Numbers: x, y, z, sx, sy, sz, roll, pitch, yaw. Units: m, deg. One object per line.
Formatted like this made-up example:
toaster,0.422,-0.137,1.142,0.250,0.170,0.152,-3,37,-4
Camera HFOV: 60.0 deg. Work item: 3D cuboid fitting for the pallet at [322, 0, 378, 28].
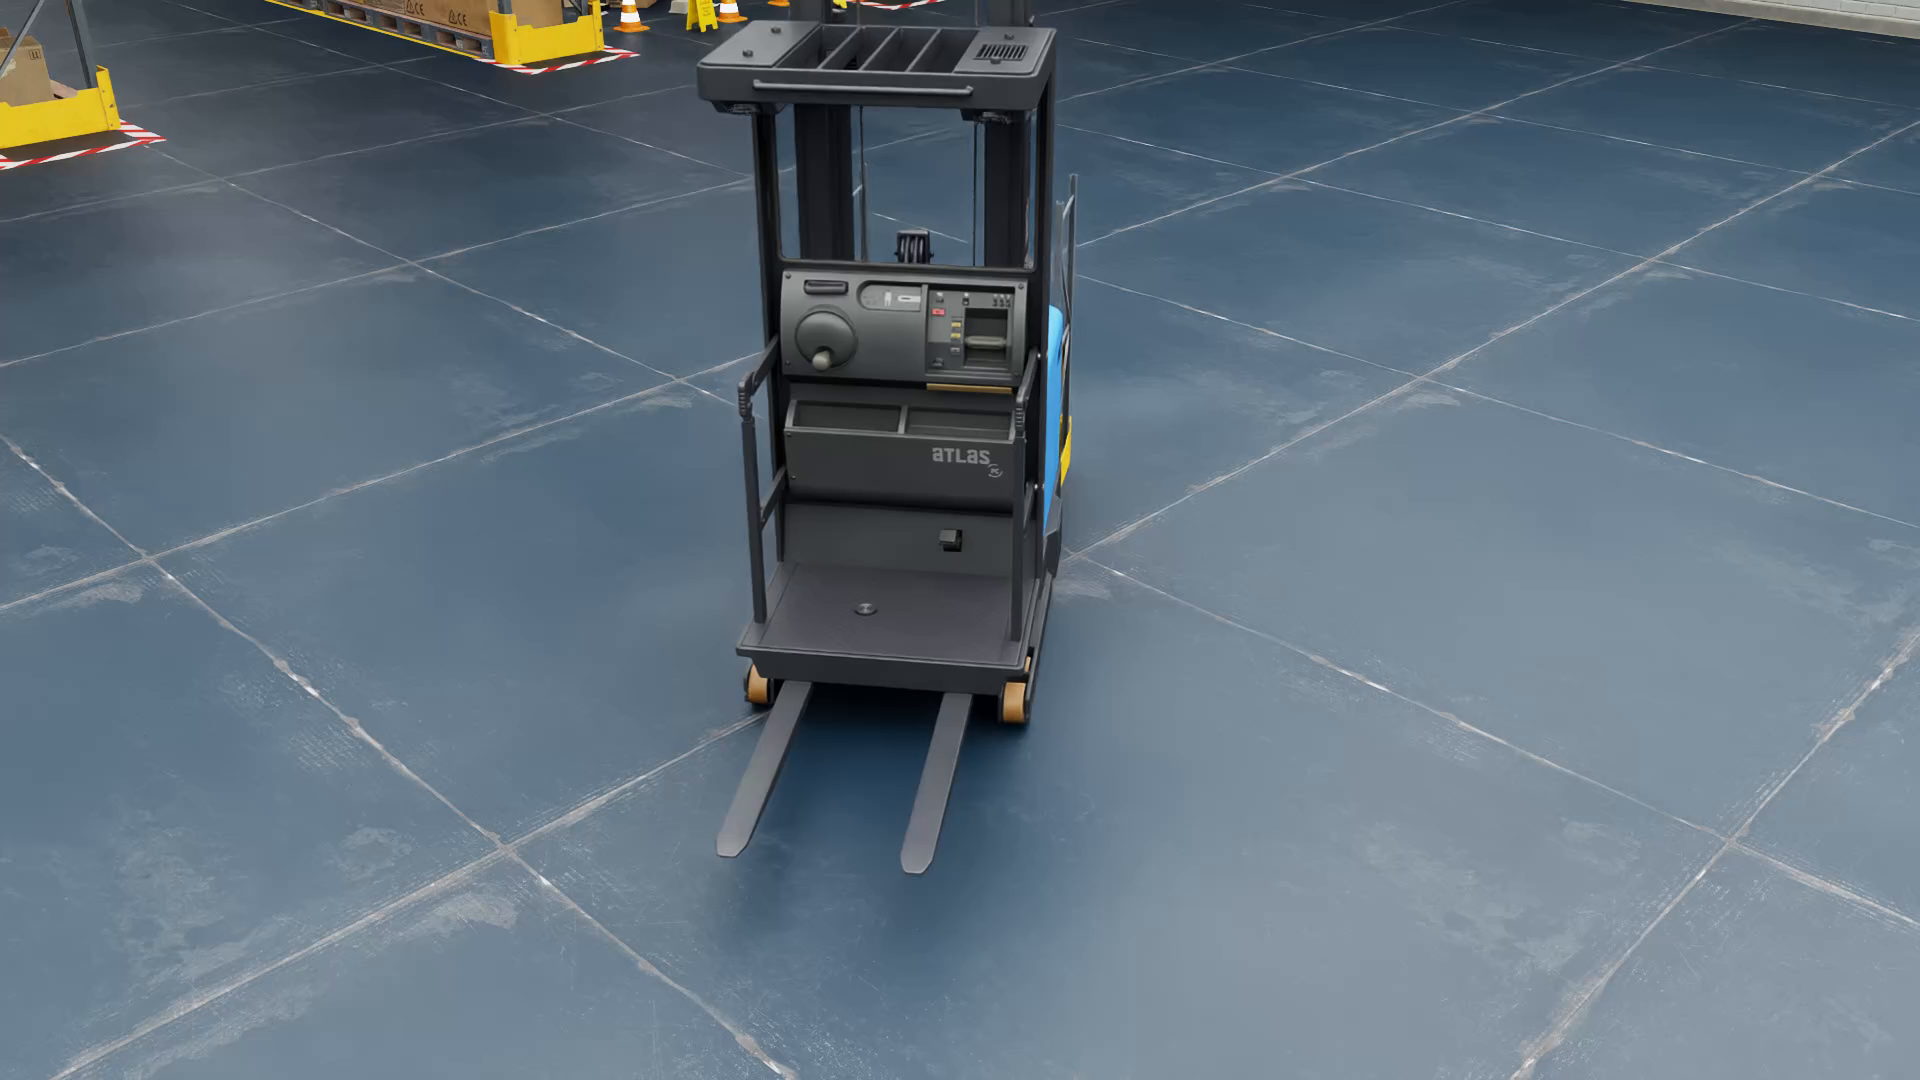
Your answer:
pallet,-6.664,-6.206,19.326,1.213,0.211,1.003,25,36,38

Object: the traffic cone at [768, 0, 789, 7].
traffic cone,-2.112,-6.674,19.946,0.334,0.463,0.336,25,36,38

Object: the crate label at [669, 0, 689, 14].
crate label,-3.252,-6.287,19.559,0.298,0.136,0.250,7,29,13

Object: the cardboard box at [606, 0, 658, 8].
cardboard box,-3.928,-6.713,19.976,0.637,0.503,0.797,2,28,4

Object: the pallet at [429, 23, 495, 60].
pallet,-4.924,-5.410,17.811,1.213,0.211,1.003,25,36,38

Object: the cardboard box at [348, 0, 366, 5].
cardboard box,-6.752,-6.731,19.160,0.875,0.875,0.875,-25,36,-38

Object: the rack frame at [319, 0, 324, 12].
rack frame,-7.151,-7.714,19.198,0.127,3.000,1.000,25,36,38

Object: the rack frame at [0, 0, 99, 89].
rack frame,-7.849,-4.796,13.648,0.127,3.000,1.000,25,36,38

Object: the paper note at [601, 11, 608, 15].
paper note,-4.197,-6.156,19.426,0.144,0.017,0.142,-13,30,-22

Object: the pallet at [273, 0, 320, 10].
pallet,-7.754,-6.707,20.278,1.213,0.211,1.003,25,36,38

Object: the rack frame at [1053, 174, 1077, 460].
rack frame,0.486,-0.936,7.919,0.032,1.500,0.500,5,28,10

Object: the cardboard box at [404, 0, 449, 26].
cardboard box,-5.458,-6.140,18.036,0.875,0.875,0.875,24,36,38

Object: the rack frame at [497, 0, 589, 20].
rack frame,-4.299,-6.409,16.716,0.127,3.000,1.000,25,36,38

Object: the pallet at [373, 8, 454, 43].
pallet,-5.790,-5.808,18.568,1.213,0.211,1.003,25,36,38

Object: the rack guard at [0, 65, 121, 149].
rack guard,-7.903,-3.714,14.277,0.348,0.500,1.175,25,36,38

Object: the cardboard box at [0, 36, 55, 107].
cardboard box,-8.282,-4.085,14.530,0.500,0.500,0.500,-18,33,-30

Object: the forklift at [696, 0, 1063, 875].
forklift,-0.241,-0.763,6.051,1.130,2.935,3.031,4,28,7

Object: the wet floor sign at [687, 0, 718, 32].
wet floor sign,-2.890,-6.015,18.495,0.232,0.644,0.267,18,33,30

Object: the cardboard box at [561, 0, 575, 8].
cardboard box,-4.634,-6.554,19.930,0.396,0.266,0.258,-18,33,-31

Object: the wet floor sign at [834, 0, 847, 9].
wet floor sign,-1.515,-6.626,19.657,0.267,0.644,0.232,-13,30,-22

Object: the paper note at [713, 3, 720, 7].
paper note,-2.970,-6.419,19.924,0.142,0.019,0.148,12,30,22

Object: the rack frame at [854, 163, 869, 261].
rack frame,-0.512,-1.027,8.092,0.032,1.500,0.500,5,28,10

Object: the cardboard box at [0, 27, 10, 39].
cardboard box,-8.732,-4.268,14.879,0.500,0.500,0.500,-15,31,-27

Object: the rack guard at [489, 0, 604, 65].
rack guard,-4.282,-5.295,17.283,0.348,0.500,1.175,25,36,38

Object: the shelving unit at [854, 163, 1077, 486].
shelving unit,-0.022,-0.982,8.007,1.083,1.500,0.587,5,28,10

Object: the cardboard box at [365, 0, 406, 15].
cardboard box,-6.107,-6.438,18.603,0.875,0.875,0.875,25,37,39

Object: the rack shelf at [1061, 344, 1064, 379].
rack shelf,-0.013,-0.822,8.089,1.000,0.185,0.538,5,28,10

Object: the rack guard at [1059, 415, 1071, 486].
rack guard,0.467,-0.385,8.213,0.087,0.250,0.587,5,28,10

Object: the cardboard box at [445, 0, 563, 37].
cardboard box,-4.829,-5.854,17.492,0.875,0.875,0.875,25,37,39

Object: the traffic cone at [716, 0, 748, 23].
traffic cone,-2.648,-6.195,19.034,0.334,0.463,0.336,25,36,38

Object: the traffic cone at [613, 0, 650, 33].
traffic cone,-3.682,-5.931,18.532,0.334,0.463,0.336,25,36,38

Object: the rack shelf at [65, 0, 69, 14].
rack shelf,-9.275,-5.130,15.056,4.000,0.370,1.077,25,36,38

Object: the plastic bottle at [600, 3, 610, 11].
plastic bottle,-4.302,-6.325,19.713,0.283,0.061,0.133,12,30,22

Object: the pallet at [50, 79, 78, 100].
pallet,-8.457,-3.863,14.871,1.213,0.211,1.003,25,36,38
